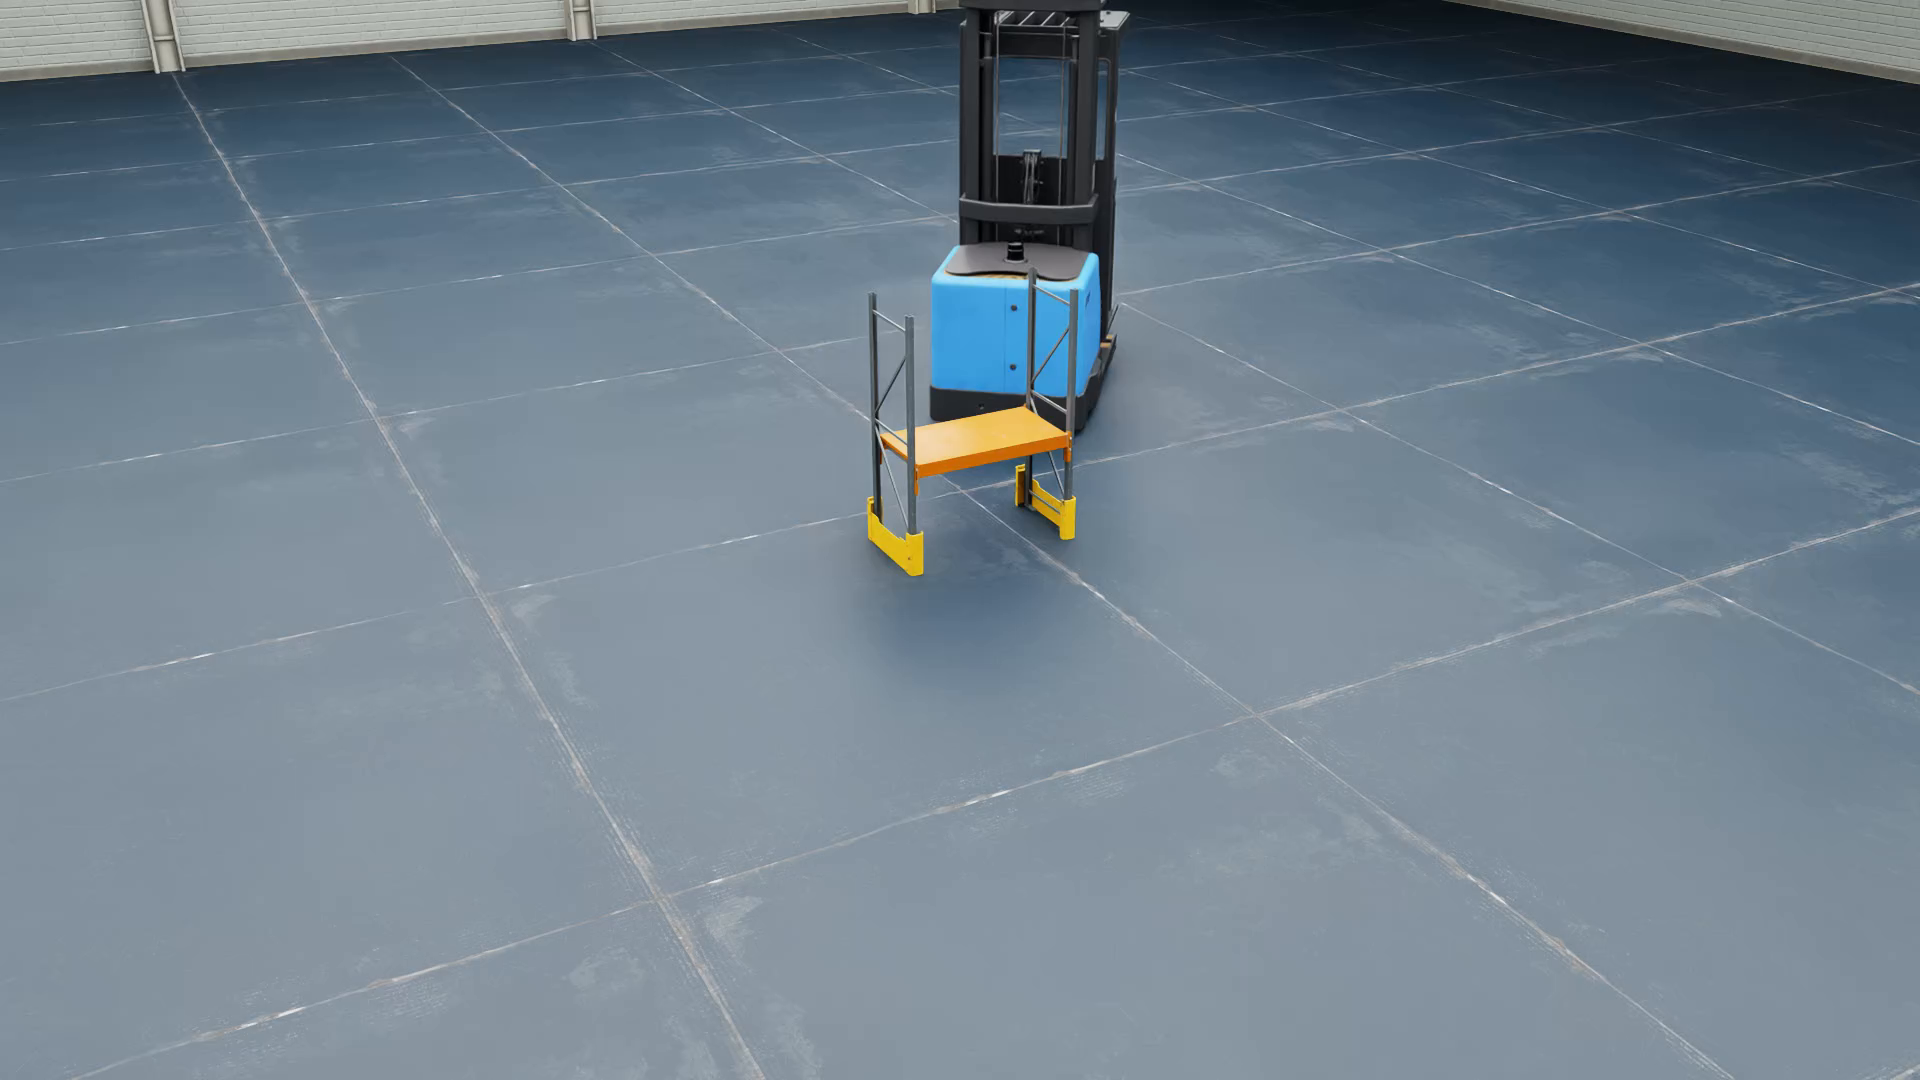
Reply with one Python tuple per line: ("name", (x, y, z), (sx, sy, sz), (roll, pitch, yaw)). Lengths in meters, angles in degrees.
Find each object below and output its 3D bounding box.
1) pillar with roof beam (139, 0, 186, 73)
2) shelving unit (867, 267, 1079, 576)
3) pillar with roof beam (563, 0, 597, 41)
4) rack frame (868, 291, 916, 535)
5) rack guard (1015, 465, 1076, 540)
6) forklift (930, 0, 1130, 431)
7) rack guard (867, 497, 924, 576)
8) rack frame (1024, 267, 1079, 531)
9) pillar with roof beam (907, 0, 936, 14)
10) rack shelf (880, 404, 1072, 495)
("pillar with roof beam", (-9.227, -9.100, 18.307), (0.400, 9.000, 9.100), (-13, 29, -25))
("shelving unit", (0.067, -0.692, 9.458), (1.083, 1.500, 0.587), (-13, 29, -25))
("pillar with roof beam", (-3.933, -10.322, 20.852), (0.400, 9.000, 9.100), (-13, 29, -25))
("rack frame", (-0.373, -0.590, 9.246), (0.032, 1.500, 0.500), (-13, 29, -25))
("rack guard", (0.507, -0.230, 9.939), (0.087, 0.250, 0.587), (-13, 29, -25))
("forklift", (0.585, -2.660, 11.903), (1.130, 2.935, 3.031), (5, 26, 10))
("rack guard", (-0.372, -0.027, 9.517), (0.087, 0.250, 0.587), (-13, 29, -25))
("rack frame", (0.524, -0.797, 9.677), (0.032, 1.500, 0.500), (-13, 29, -25))
("pillar with roof beam", (1.362, -11.544, 23.397), (0.400, 9.000, 9.100), (-13, 29, -25))
("rack shelf", (0.075, -0.531, 9.539), (1.000, 0.185, 0.538), (-13, 29, -25))
